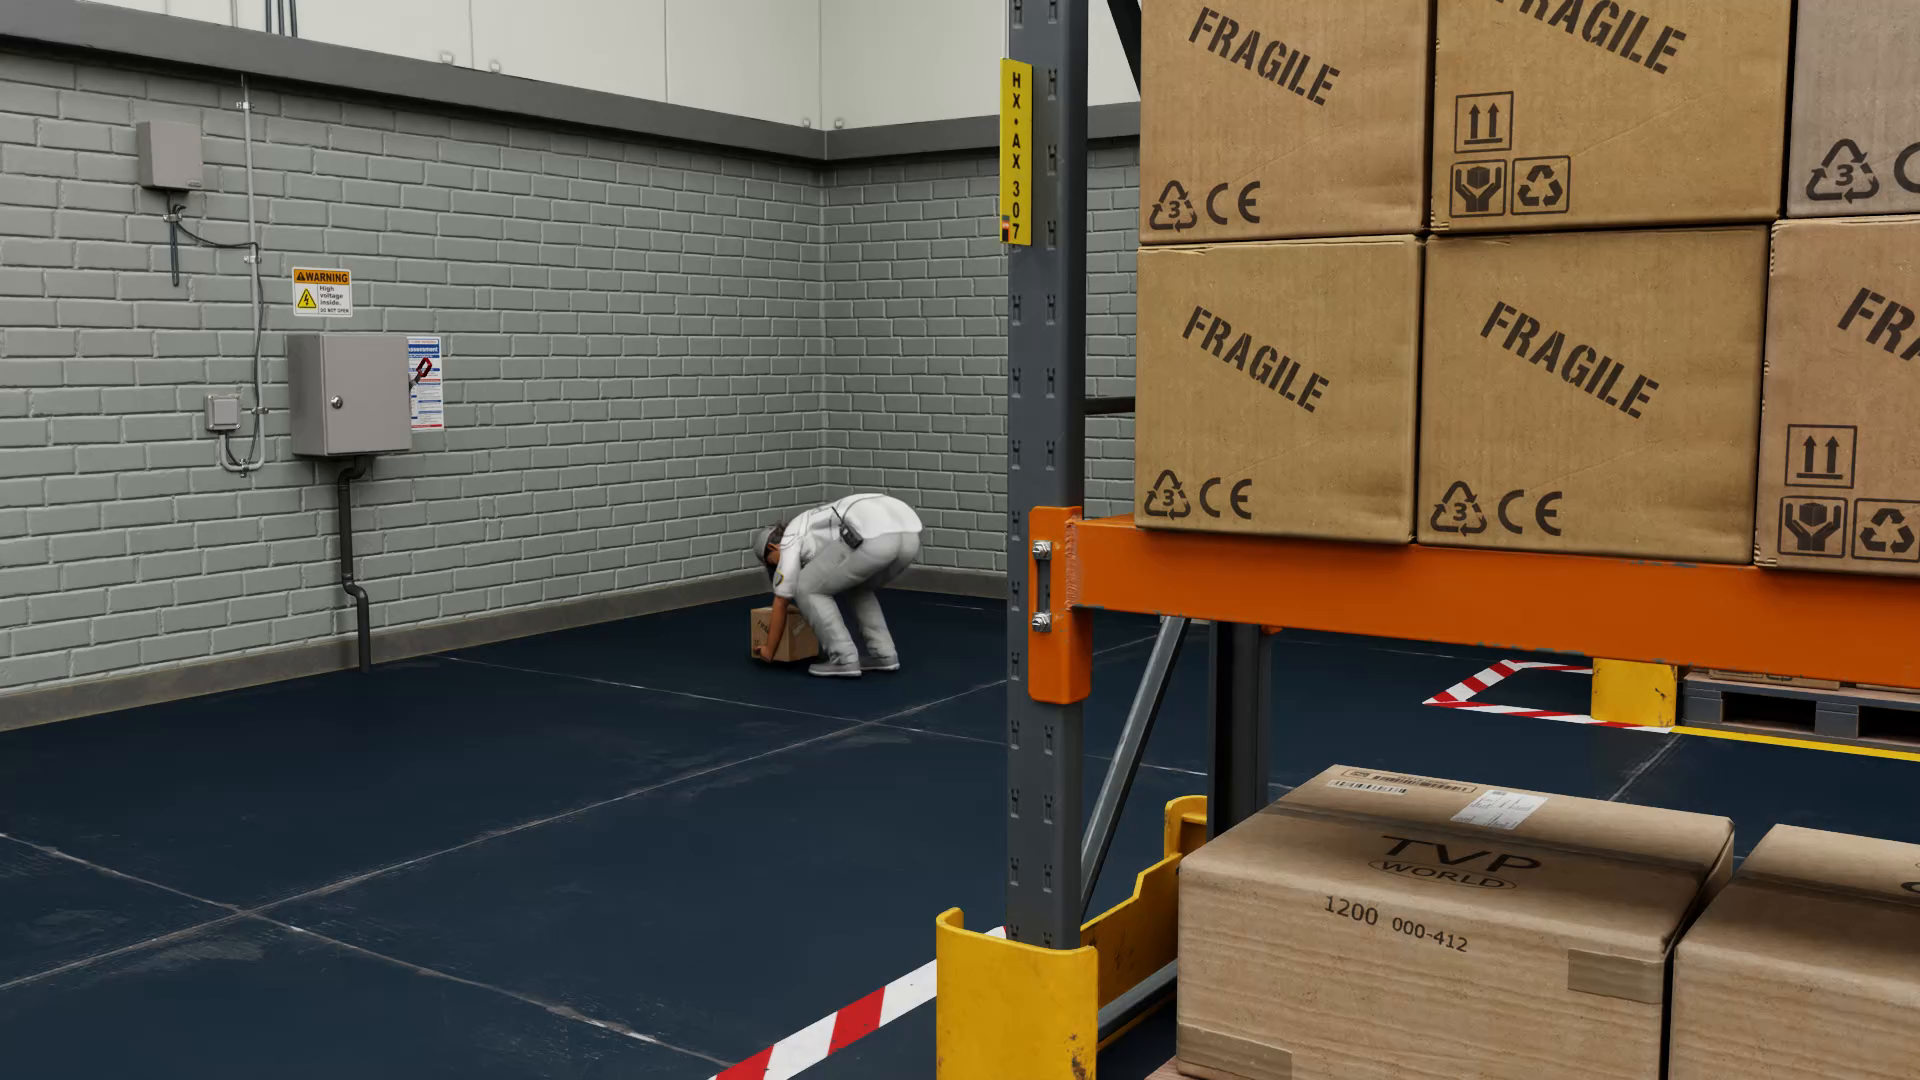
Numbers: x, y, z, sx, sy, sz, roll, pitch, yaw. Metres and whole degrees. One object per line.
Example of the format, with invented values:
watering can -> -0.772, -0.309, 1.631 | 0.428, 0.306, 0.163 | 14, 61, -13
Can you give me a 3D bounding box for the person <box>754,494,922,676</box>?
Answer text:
person -> -0.644, 0.217, 8.442 | 0.935, 0.914, 0.504 | 4, 7, 31
